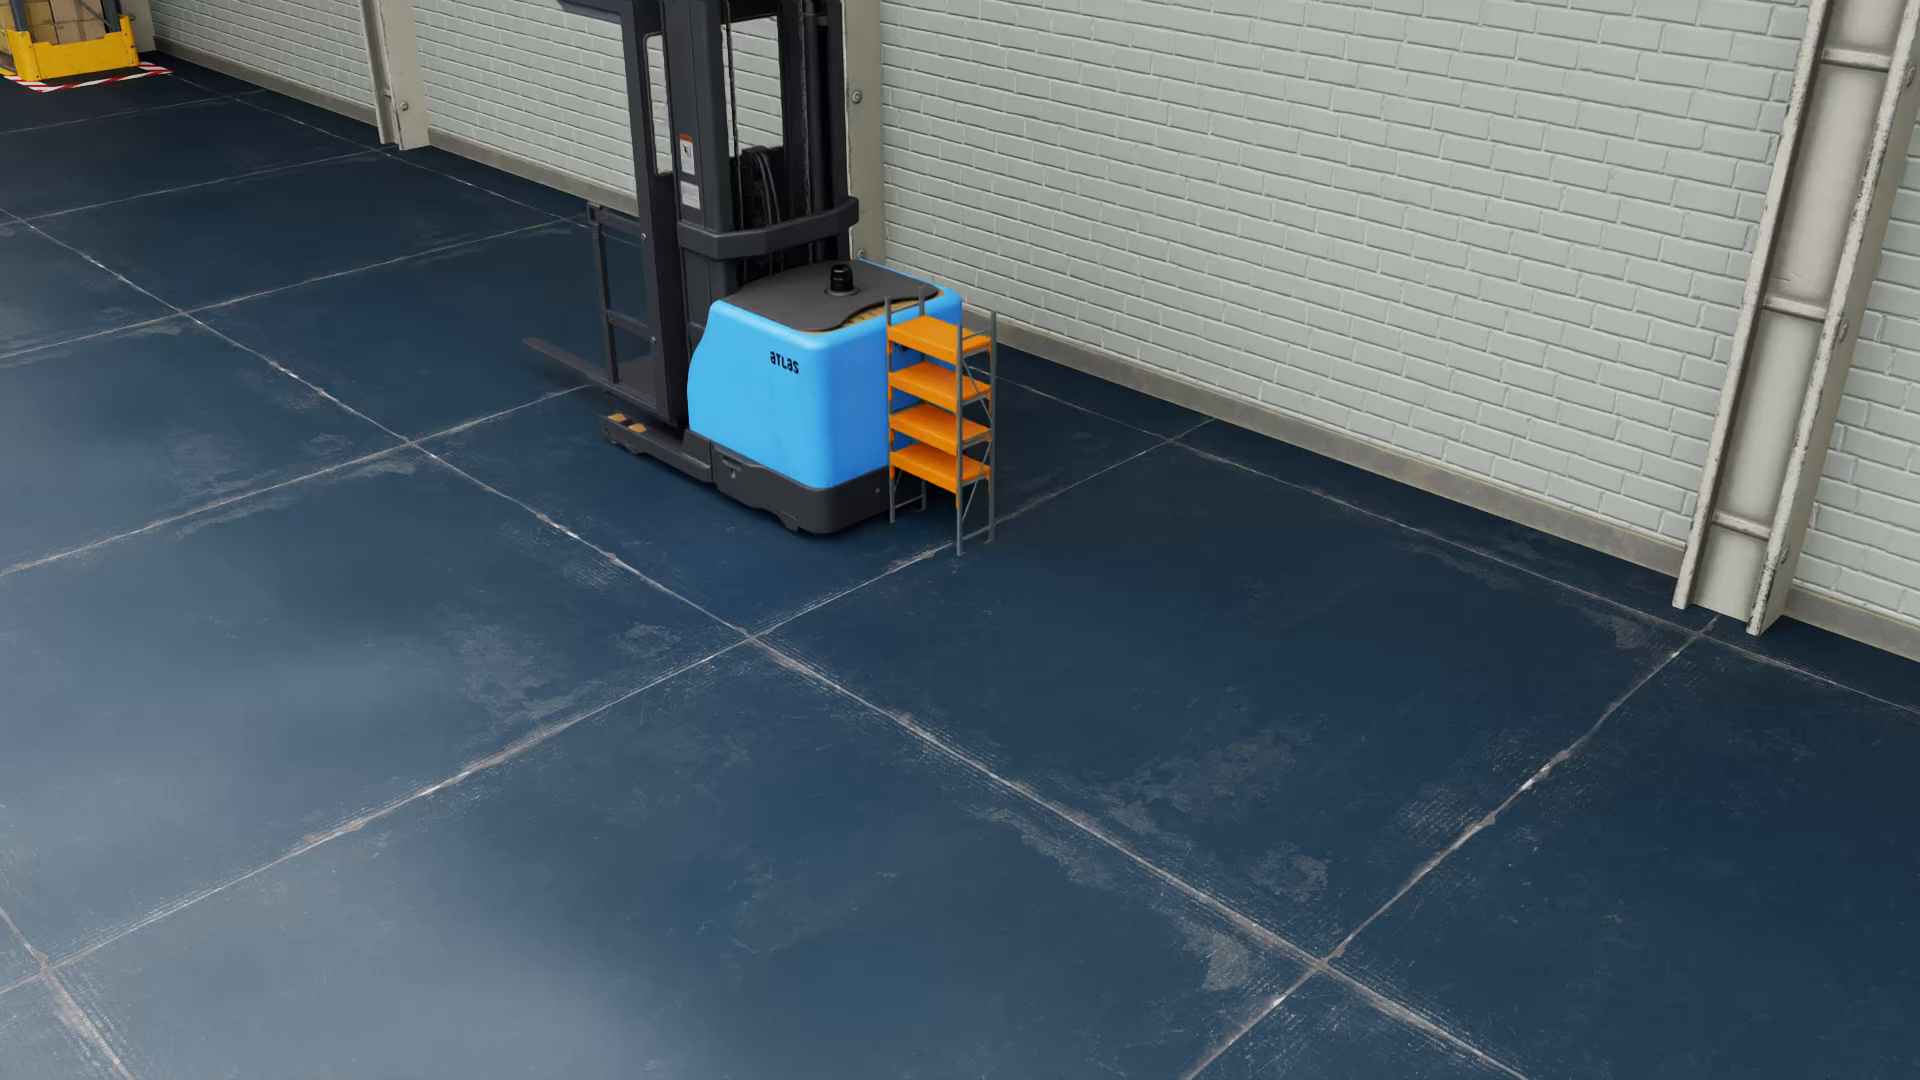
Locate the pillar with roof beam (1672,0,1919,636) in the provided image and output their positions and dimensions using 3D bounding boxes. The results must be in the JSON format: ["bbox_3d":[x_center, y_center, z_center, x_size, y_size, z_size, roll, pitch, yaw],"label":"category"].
[{"bbox_3d":[0.515,-2.239,2.840,0.400,9.000,9.100,25,36,38],"label":"pillar with roof beam"}]

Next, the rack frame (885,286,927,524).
[{"bbox_3d":[-0.262,-0.652,8.200,0.240,1.200,0.015,-24,36,-38],"label":"rack frame"}]

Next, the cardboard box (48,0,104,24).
[{"bbox_3d":[-9.627,-5.772,17.971,0.500,0.250,0.500,-25,36,-38],"label":"cardboard box"}]

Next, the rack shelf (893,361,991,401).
[{"bbox_3d":[-0.092,-0.756,7.948,0.221,0.021,0.457,-24,36,-38],"label":"rack shelf"}]

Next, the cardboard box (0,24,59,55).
[{"bbox_3d":[-9.994,-5.377,17.756,0.500,0.250,0.500,25,37,39],"label":"cardboard box"}]

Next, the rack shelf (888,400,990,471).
[{"bbox_3d":[-0.092,-0.511,8.077,0.258,0.148,0.480,-24,36,-38],"label":"rack shelf"}]

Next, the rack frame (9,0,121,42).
[{"bbox_3d":[-15.431,-8.735,18.622,12.086,5.808,5.935,25,36,38],"label":"rack frame"}]

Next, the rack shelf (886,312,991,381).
[{"bbox_3d":[-0.092,-0.918,7.863,0.258,0.148,0.480,-24,36,-38],"label":"rack shelf"}]

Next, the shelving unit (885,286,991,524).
[{"bbox_3d":[-0.096,-0.572,8.049,0.258,1.200,0.492,-24,36,-38],"label":"shelving unit"}]

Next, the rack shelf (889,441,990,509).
[{"bbox_3d":[-0.092,-0.335,8.169,0.258,0.148,0.480,-24,36,-38],"label":"rack shelf"}]

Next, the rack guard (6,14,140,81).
[{"bbox_3d":[-9.420,-5.246,17.689,0.348,0.500,1.175,25,36,38],"label":"rack guard"}]

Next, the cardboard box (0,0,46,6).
[{"bbox_3d":[-9.984,-5.818,17.520,0.500,0.250,0.500,-24,36,-38],"label":"cardboard box"}]

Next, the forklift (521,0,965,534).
[{"bbox_3d":[-1.362,-1.917,8.747,1.130,2.935,3.031,-24,36,-38],"label":"forklift"}]
